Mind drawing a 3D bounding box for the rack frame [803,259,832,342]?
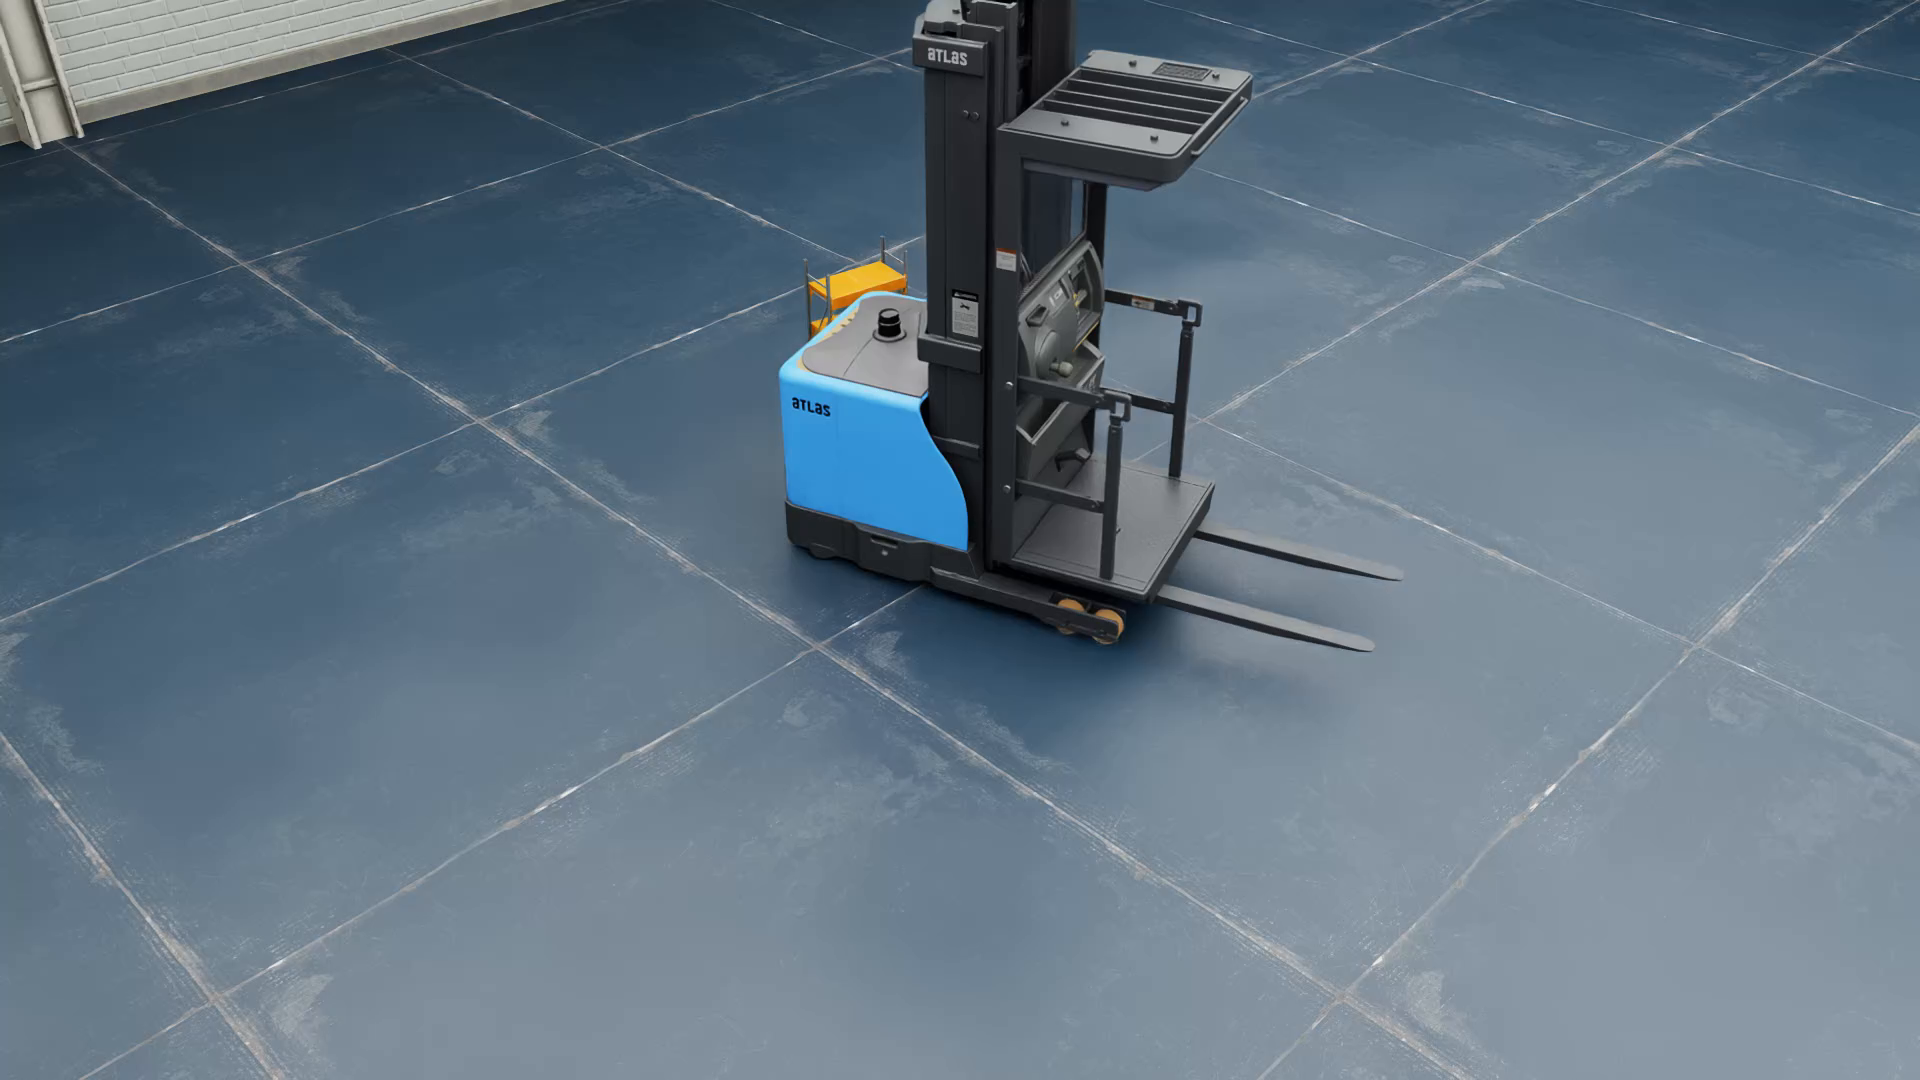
[{"bbox_3d":[-0.750,-0.933,9.030,0.015,1.200,0.240,-23,41,-29],"label":"rack frame"}]

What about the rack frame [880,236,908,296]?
[{"bbox_3d":[-0.355,-1.097,9.265,0.015,1.200,0.240,-23,41,-29],"label":"rack frame"}]

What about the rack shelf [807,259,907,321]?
[{"bbox_3d":[-0.553,-1.338,8.923,0.480,0.148,0.258,-23,41,-29],"label":"rack shelf"}]

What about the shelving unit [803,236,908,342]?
[{"bbox_3d":[-0.553,-1.015,9.148,0.503,1.200,0.258,-23,41,-29],"label":"shelving unit"}]

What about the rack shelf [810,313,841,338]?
[{"bbox_3d":[-0.553,-1.144,9.058,0.480,0.148,0.258,-23,41,-29],"label":"rack shelf"}]

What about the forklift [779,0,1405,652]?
[{"bbox_3d":[0.660,-1.048,7.681,3.031,2.935,1.130,15,38,20],"label":"forklift"}]

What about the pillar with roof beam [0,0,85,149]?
[{"bbox_3d":[-4.249,-5.193,8.321,9.100,9.000,0.400,30,45,35],"label":"pillar with roof beam"}]
